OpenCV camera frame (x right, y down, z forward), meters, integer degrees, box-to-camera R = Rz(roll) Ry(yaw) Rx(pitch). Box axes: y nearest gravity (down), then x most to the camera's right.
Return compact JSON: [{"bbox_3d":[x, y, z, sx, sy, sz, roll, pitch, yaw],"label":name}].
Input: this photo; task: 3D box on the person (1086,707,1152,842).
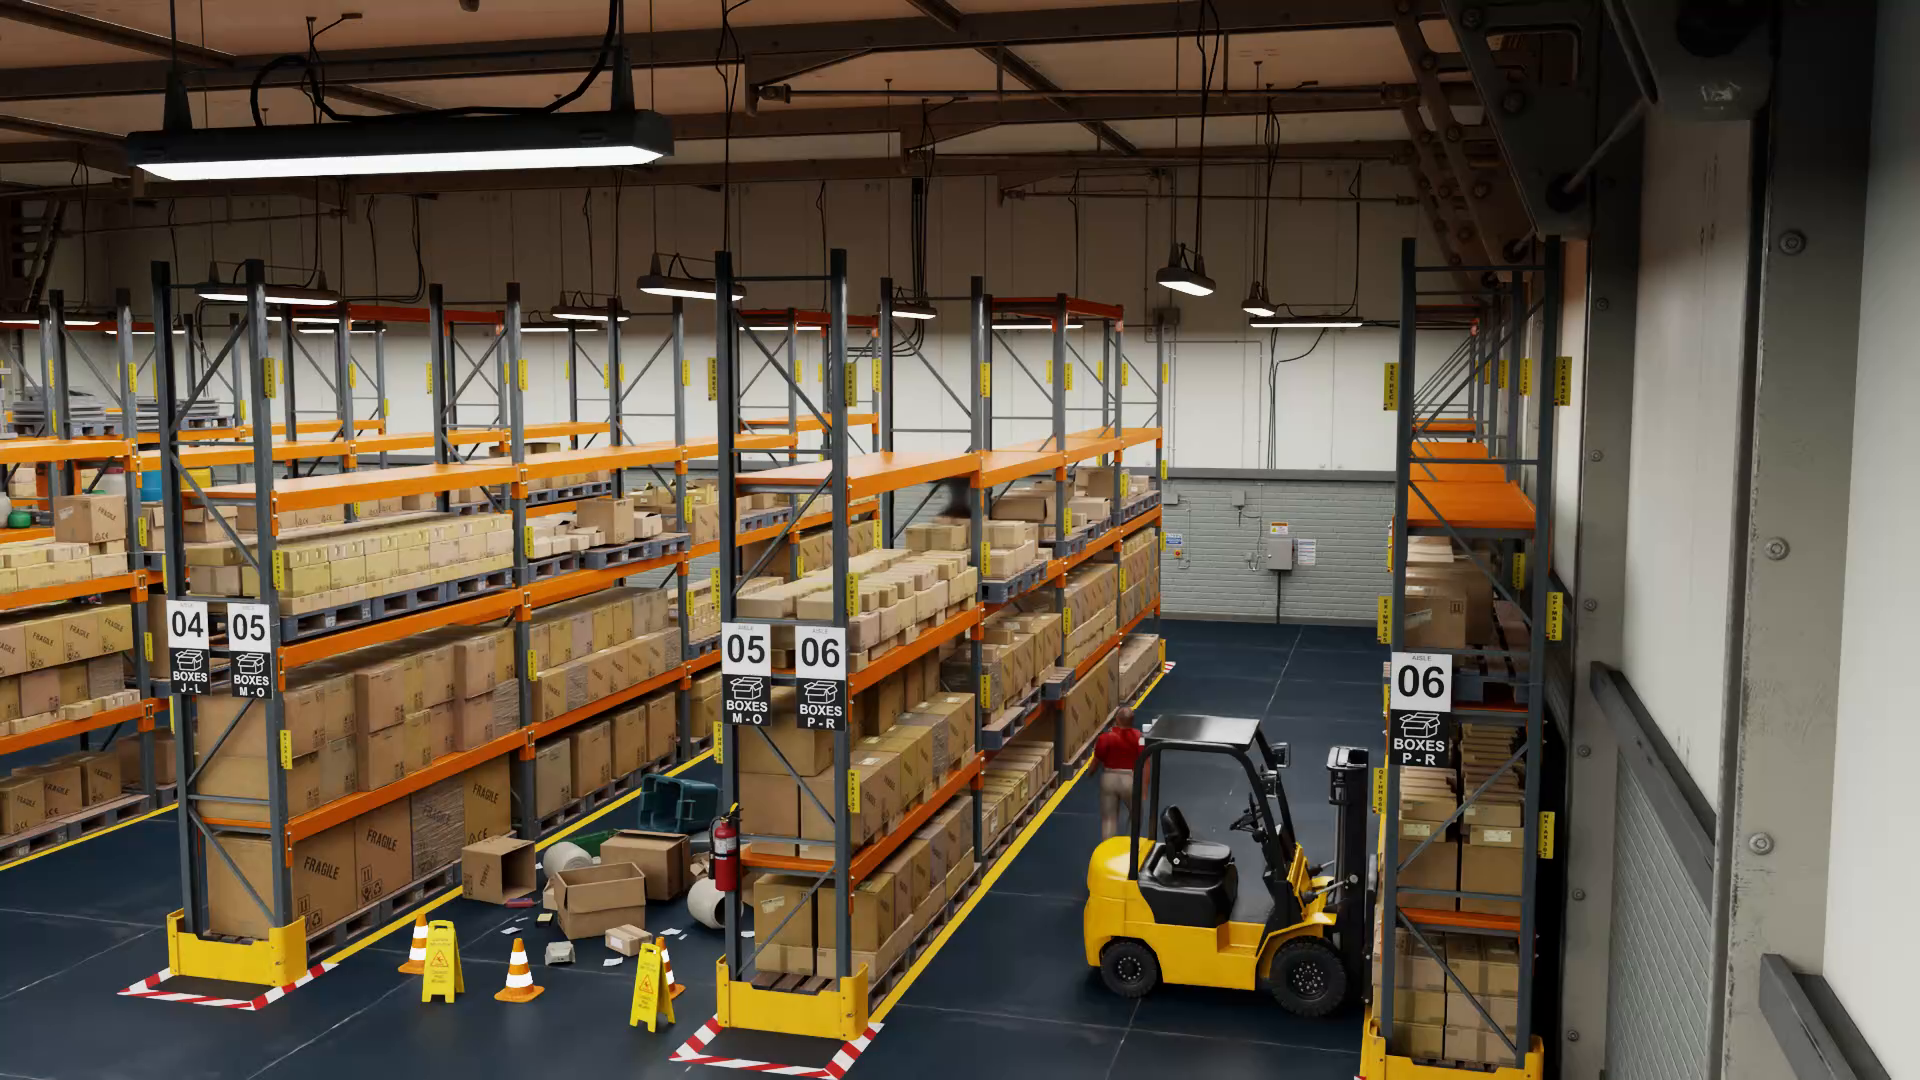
[{"bbox_3d":[1.612,2.537,17.038,0.710,1.732,0.729,2,6,16],"label":"person"}]
